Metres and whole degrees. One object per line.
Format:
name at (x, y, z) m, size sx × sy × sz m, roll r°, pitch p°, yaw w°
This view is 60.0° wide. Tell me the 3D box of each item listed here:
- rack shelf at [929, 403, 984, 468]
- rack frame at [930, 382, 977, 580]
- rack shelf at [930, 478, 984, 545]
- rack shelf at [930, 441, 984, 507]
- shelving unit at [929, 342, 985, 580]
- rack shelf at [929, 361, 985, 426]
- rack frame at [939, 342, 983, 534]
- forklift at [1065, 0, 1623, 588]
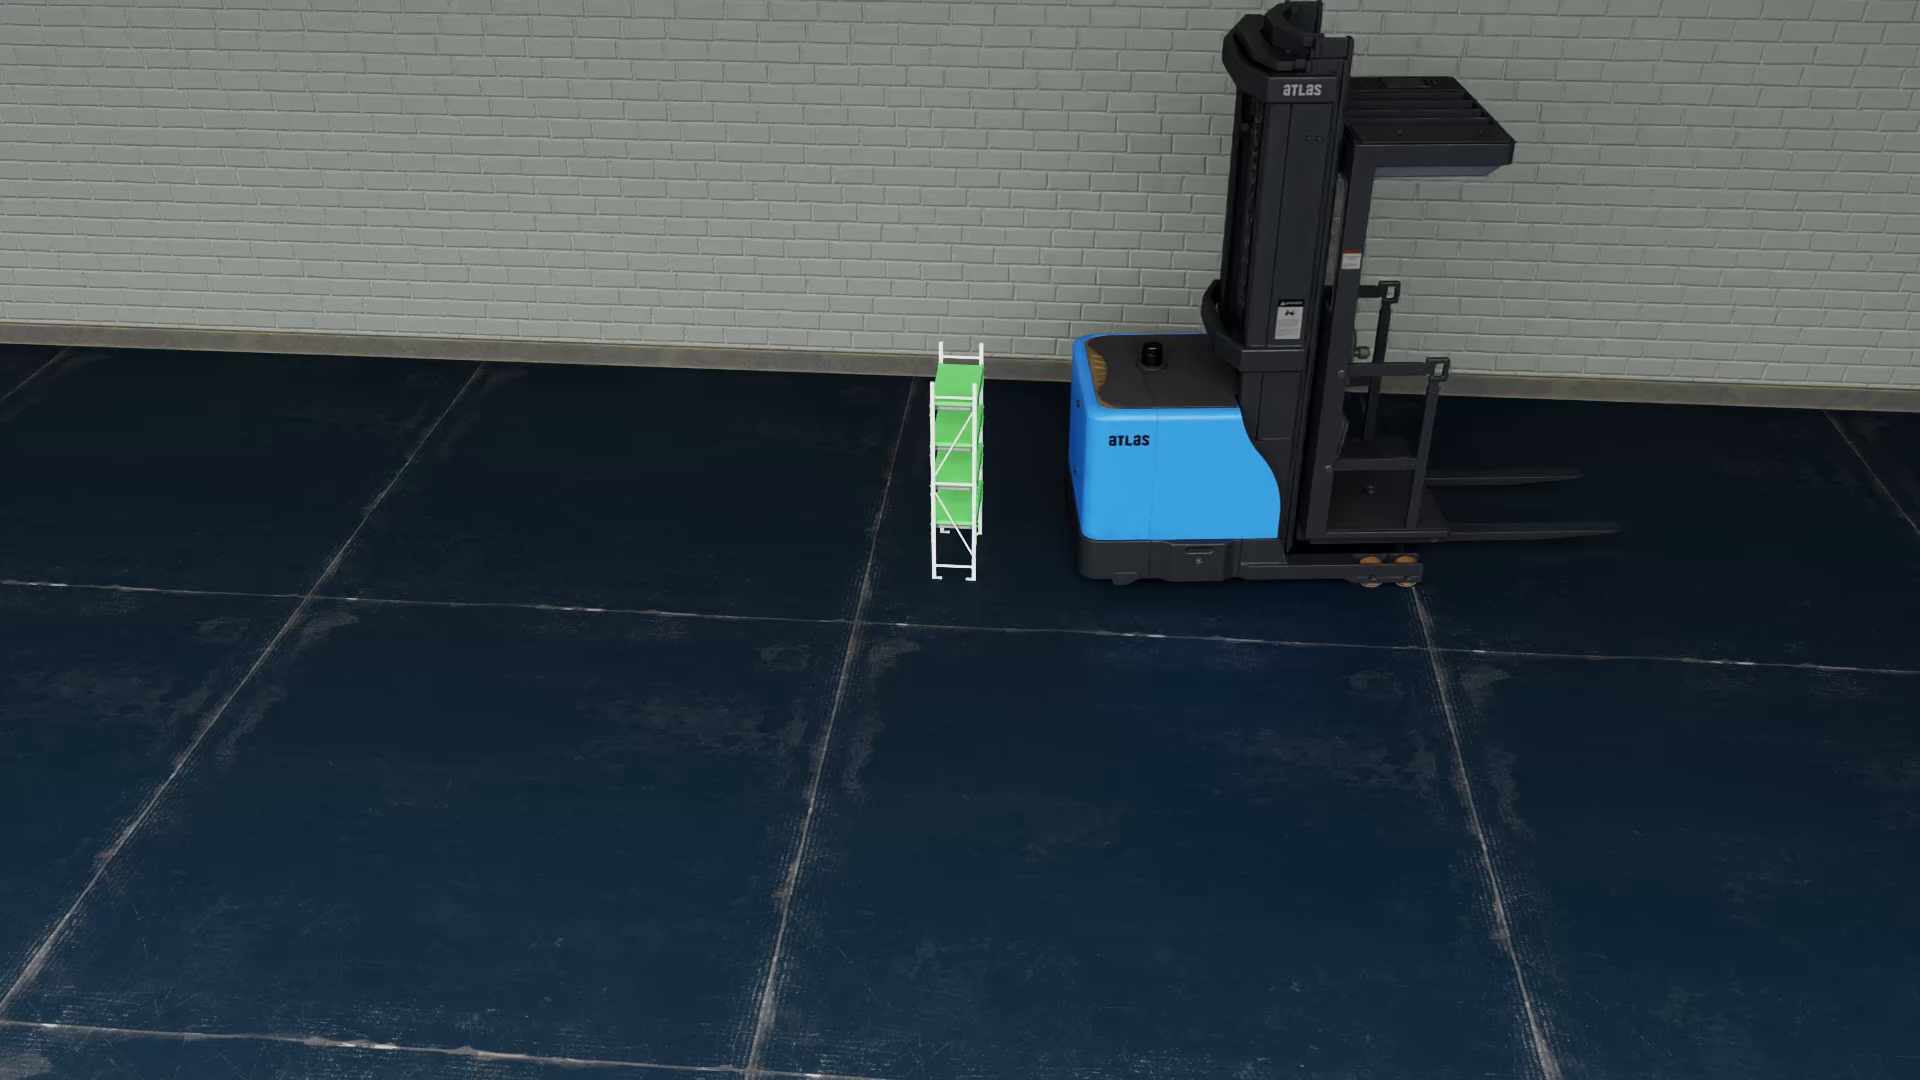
rack shelf at (-0.013, -0.574, 8.983) m, size 0.258 × 0.148 × 0.480 m, roll 2°, pitch 32°, yaw 4°
rack frame at (-0.033, -0.297, 8.868) m, size 0.240 × 1.200 × 0.015 m, roll 2°, pitch 32°, yaw 4°
rack shelf at (-0.013, -0.166, 9.235) m, size 0.258 × 0.148 × 0.480 m, roll 2°, pitch 32°, yaw 4°
rack shelf at (-0.013, -0.370, 9.109) m, size 0.258 × 0.148 × 0.480 m, roll 2°, pitch 32°, yaw 4°
shelving unit at (-0.013, -0.424, 9.075) m, size 0.258 × 1.200 × 0.503 m, roll 2°, pitch 32°, yaw 4°
rack shelf at (-0.013, -0.778, 8.857) m, size 0.258 × 0.148 × 0.480 m, roll 2°, pitch 32°, yaw 4°
rack frame at (0.006, -0.552, 9.282) m, size 0.240 × 1.200 × 0.015 m, roll 2°, pitch 32°, yaw 4°
forklift at (2.147, -1.267, 8.793) m, size 3.031 × 2.935 × 1.130 m, roll -1°, pitch 32°, yaw -1°
